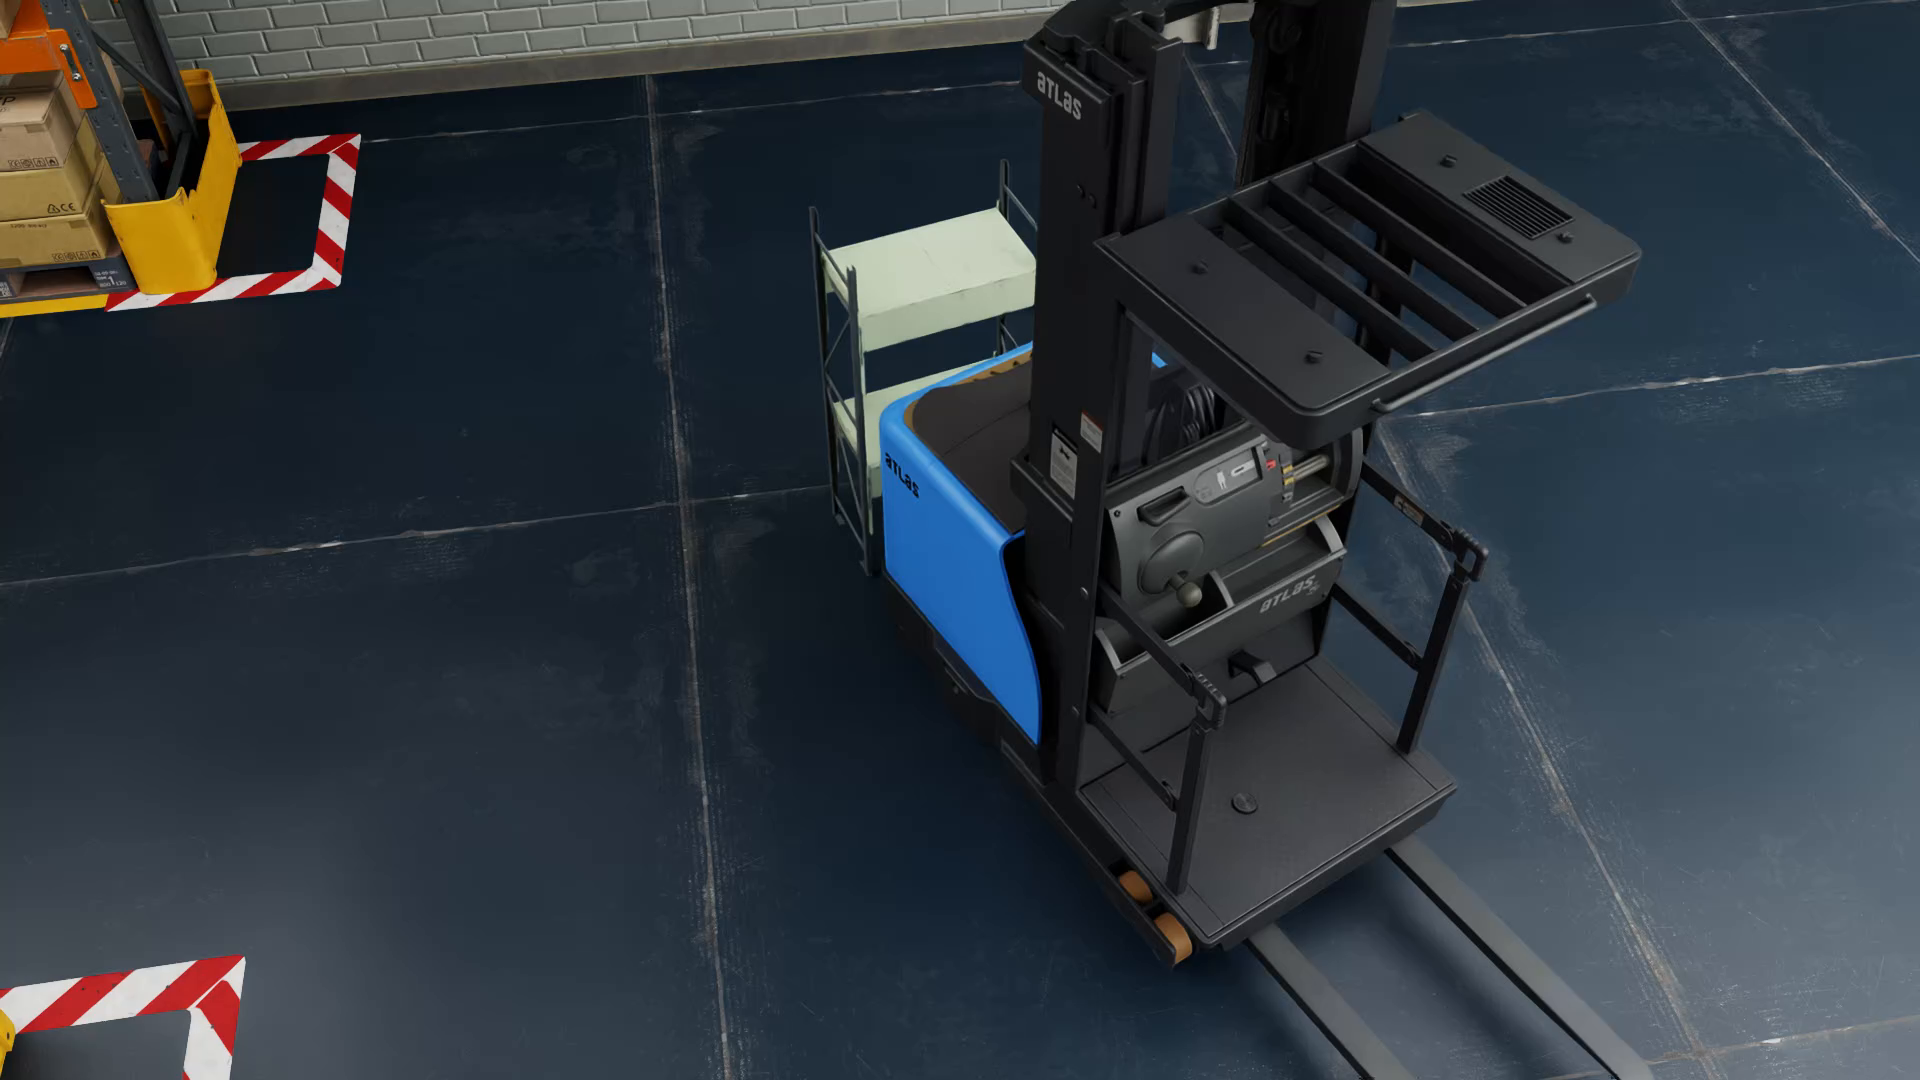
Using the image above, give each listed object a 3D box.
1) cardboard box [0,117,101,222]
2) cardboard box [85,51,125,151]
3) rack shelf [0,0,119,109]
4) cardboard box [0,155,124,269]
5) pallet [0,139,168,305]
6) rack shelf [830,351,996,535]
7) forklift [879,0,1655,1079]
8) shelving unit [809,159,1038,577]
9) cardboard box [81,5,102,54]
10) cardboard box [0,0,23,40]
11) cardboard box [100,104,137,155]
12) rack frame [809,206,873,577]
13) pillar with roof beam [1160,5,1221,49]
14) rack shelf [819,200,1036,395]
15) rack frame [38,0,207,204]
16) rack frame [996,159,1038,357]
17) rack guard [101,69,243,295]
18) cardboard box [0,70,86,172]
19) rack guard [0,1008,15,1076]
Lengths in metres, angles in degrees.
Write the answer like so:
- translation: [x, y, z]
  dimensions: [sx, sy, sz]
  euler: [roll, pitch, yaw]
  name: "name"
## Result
- translation: [-4.265, -1.707, 7.582]
  dimensions: [0.500, 0.250, 0.500]
  euler: [-8, 47, -7]
  name: "cardboard box"
- translation: [-4.338, -2.078, 7.940]
  dimensions: [0.500, 0.250, 0.500]
  euler: [-6, 46, -6]
  name: "cardboard box"
- translation: [-5.810, -2.128, 7.217]
  dimensions: [4.000, 0.370, 1.077]
  euler: [-7, 46, -7]
  name: "rack shelf"
- translation: [-4.248, -1.533, 7.762]
  dimensions: [0.500, 0.250, 0.500]
  euler: [-7, 46, -7]
  name: "cardboard box"
- translation: [-4.585, -1.532, 8.080]
  dimensions: [1.213, 0.211, 1.003]
  euler: [-7, 46, -7]
  name: "pallet"
- translation: [-0.101, -0.387, 6.534]
  dimensions: [0.720, 0.370, 0.431]
  euler: [-18, 49, -16]
  name: "rack shelf"
- translation: [0.938, -0.035, 4.748]
  dimensions: [1.130, 2.935, 3.031]
  euler: [-26, 51, -23]
  name: "forklift"
- translation: [-0.101, -0.613, 6.299]
  dimensions: [0.755, 1.500, 0.431]
  euler: [-18, 49, -16]
  name: "shelving unit"
- translation: [-4.345, -2.237, 7.746]
  dimensions: [0.500, 0.250, 0.500]
  euler: [-8, 47, -7]
  name: "cardboard box"
- translation: [-4.279, -2.411, 6.921]
  dimensions: [0.500, 0.500, 0.500]
  euler: [-8, 47, -8]
  name: "cardboard box"
- translation: [-4.356, -1.894, 8.109]
  dimensions: [0.500, 0.250, 0.500]
  euler: [-7, 46, -7]
  name: "cardboard box"
- translation: [-0.436, -0.507, 6.197]
  dimensions: [0.023, 1.500, 0.400]
  euler: [-18, 49, -16]
  name: "rack frame"
- translation: [1.968, -2.941, 3.335]
  dimensions: [0.400, 9.000, 9.100]
  euler: [-7, 46, -7]
  name: "pillar with roof beam"
- translation: [-0.101, -0.884, 6.018]
  dimensions: [0.720, 0.370, 0.431]
  euler: [-18, 49, -16]
  name: "rack shelf"
- translation: [-3.839, -2.623, 7.195]
  dimensions: [0.127, 3.000, 1.000]
  euler: [-7, 46, -7]
  name: "rack frame"
- translation: [0.234, -0.719, 6.401]
  dimensions: [0.023, 1.500, 0.400]
  euler: [-18, 49, -16]
  name: "rack frame"
- translation: [-3.815, -1.759, 8.098]
  dimensions: [0.348, 0.500, 1.175]
  euler: [-7, 46, -7]
  name: "rack guard"
- translation: [-4.239, -1.884, 7.406]
  dimensions: [0.500, 0.250, 0.500]
  euler: [-6, 46, -5]
  name: "cardboard box"
- translation: [-3.064, 1.775, 4.693]
  dimensions: [0.348, 0.500, 1.175]
  euler: [-7, 46, -7]
  name: "rack guard"
